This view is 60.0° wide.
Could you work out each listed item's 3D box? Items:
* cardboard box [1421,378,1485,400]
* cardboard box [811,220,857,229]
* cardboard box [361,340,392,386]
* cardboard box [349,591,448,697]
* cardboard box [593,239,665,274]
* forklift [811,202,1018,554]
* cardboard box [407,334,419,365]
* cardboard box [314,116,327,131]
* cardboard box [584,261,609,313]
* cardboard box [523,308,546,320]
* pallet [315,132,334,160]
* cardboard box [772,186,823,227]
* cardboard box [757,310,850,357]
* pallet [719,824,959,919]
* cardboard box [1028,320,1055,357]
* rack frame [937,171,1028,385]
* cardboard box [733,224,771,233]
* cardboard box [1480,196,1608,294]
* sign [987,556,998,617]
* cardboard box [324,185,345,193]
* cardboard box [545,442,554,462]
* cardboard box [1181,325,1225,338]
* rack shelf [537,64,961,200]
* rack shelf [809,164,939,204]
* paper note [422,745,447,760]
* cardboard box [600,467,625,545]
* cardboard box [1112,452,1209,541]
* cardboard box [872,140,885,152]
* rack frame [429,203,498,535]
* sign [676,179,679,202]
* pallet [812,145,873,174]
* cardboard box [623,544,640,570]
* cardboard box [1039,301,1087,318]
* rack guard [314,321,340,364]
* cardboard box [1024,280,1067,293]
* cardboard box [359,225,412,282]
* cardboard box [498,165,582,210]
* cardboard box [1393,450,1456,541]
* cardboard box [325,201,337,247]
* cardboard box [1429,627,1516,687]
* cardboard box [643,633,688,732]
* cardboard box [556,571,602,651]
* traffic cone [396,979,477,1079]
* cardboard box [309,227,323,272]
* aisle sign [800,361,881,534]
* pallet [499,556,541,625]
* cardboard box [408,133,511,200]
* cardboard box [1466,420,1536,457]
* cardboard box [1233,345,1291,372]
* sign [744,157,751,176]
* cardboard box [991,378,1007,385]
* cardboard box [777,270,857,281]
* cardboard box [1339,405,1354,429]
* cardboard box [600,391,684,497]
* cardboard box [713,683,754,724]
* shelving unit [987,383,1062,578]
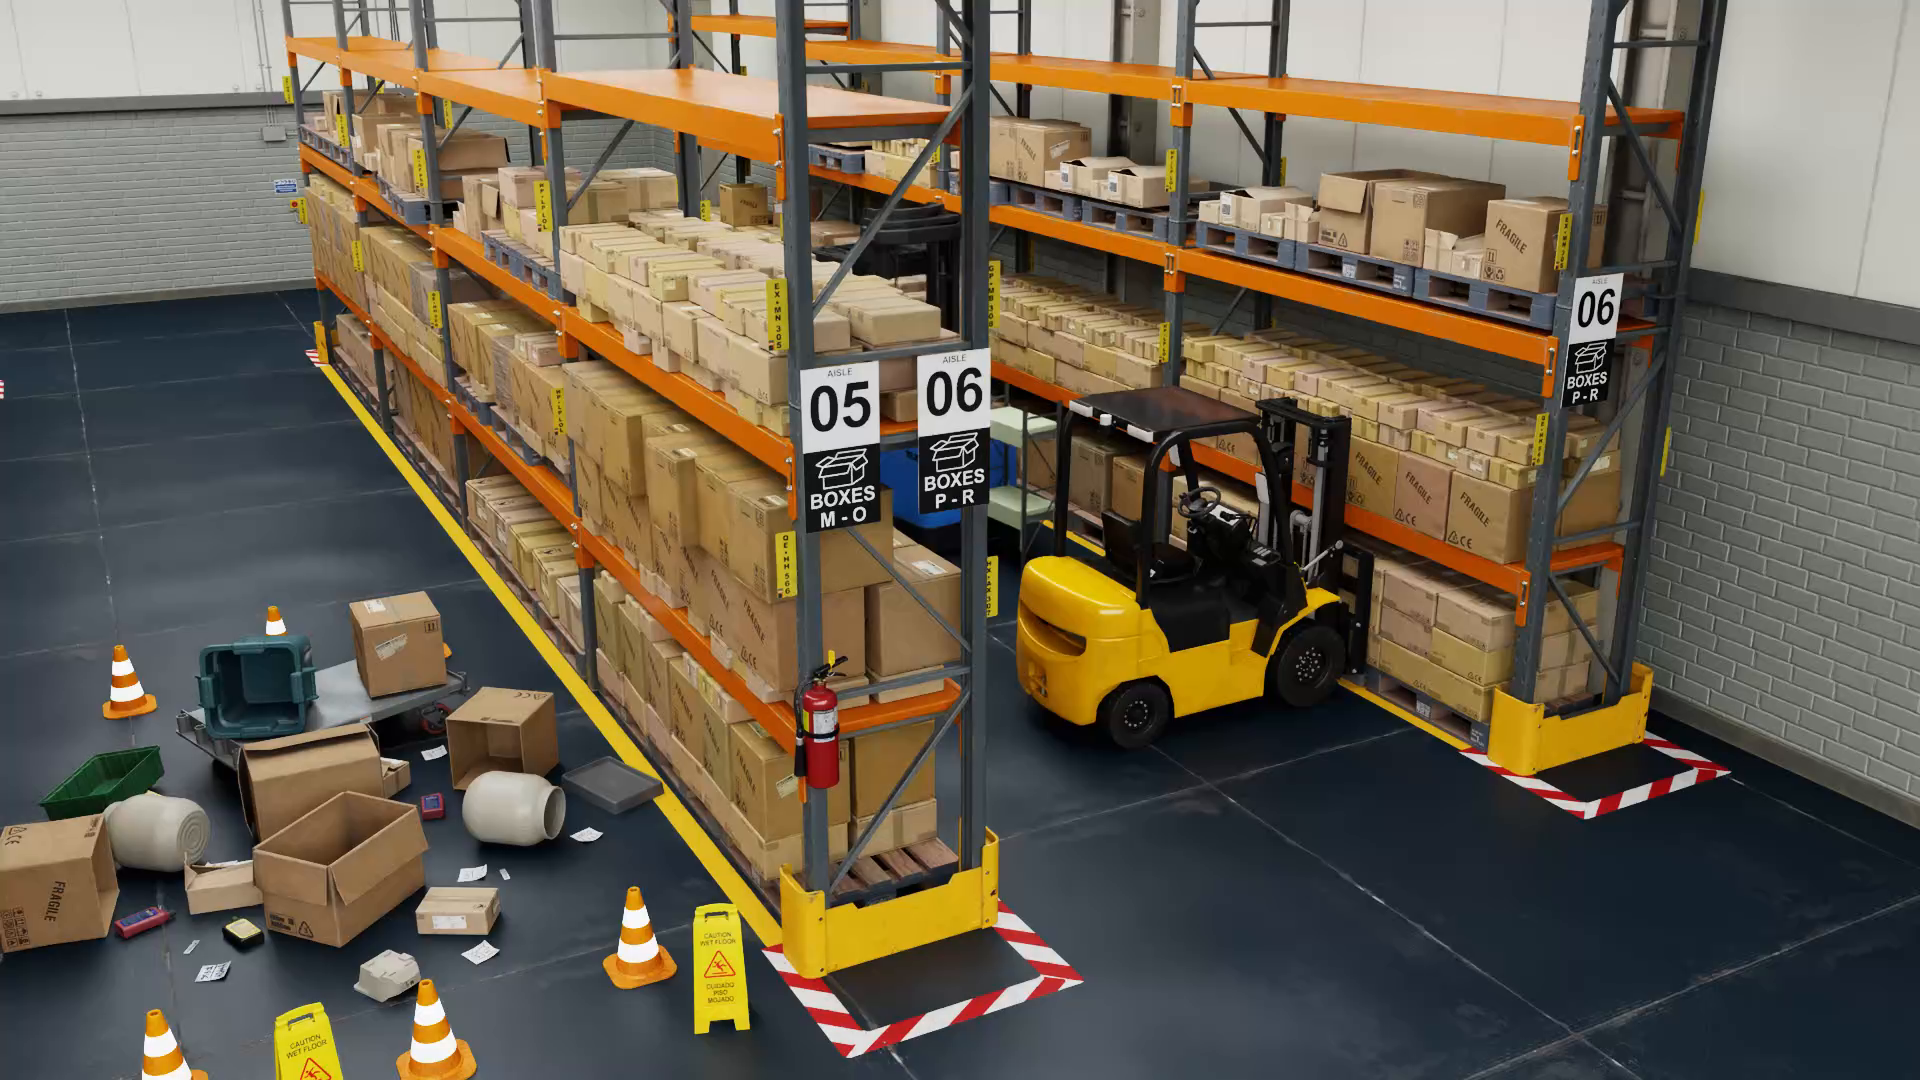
[{"bbox_3d":[3.544,-1.049,11.970,0.380,0.149,0.250,-11,22,-28],"label":"cardboard box"},{"bbox_3d":[-1.628,-3.553,20.031,0.700,0.500,0.500,-9,21,-25],"label":"cardboard box"},{"bbox_3d":[-6.657,-2.151,20.052,0.875,0.438,0.875,-11,22,-28],"label":"cardboard box"},{"bbox_3d":[-3.781,0.694,11.192,0.500,0.500,0.500,-10,21,-27],"label":"cardboard box"},{"bbox_3d":[-1.999,-1.722,10.088,0.380,0.149,0.250,-10,21,-27],"label":"cardboard box"},{"bbox_3d":[-0.740,-1.679,15.503,1.130,2.935,3.031,-13,23,-33],"label":"forklift"},{"bbox_3d":[-5.078,-1.887,16.232,0.500,0.250,0.500,-10,22,-27],"label":"cardboard box"},{"bbox_3d":[-7.613,-5.056,20.174,0.380,0.149,0.250,-9,21,-25],"label":"cardboard box"},{"bbox_3d":[-2.008,-1.586,10.305,0.500,0.250,0.500,-10,21,-27],"label":"cardboard box"},{"bbox_3d":[-3.412,-1.714,14.248,0.500,0.500,0.500,-10,22,-28],"label":"cardboard box"},{"bbox_3d":[-6.982,-4.673,19.612,1.003,0.211,1.213,-10,21,-27],"label":"pallet"},{"bbox_3d":[-2.134,-4.373,21.831,0.500,0.500,0.500,-11,22,-28],"label":"cardboard box"},{"bbox_3d":[-0.750,-0.993,7.975,0.380,0.149,0.250,-10,21,-26],"label":"cardboard box"},{"bbox_3d":[-0.720,1.792,9.614,1.003,0.211,1.213,-10,21,-27],"label":"pallet"},{"bbox_3d":[0.968,-1.892,15.481,0.500,0.250,0.500,-10,21,-26],"label":"cardboard box"},{"bbox_3d":[0.238,-2.332,17.291,1.000,3.000,0.127,-10,21,-27],"label":"rack frame"},{"bbox_3d":[-2.837,-4.093,22.168,0.500,0.250,0.500,-11,22,-28],"label":"cardboard box"},{"bbox_3d":[3.613,-1.836,10.304,0.500,0.500,0.500,-9,21,-25],"label":"cardboard box"},{"bbox_3d":[0.148,0.241,8.507,0.100,0.325,0.005,-10,21,-27],"label":"sign"},{"bbox_3d":[-7.399,-4.166,19.924,0.380,0.149,0.250,-10,21,-26],"label":"cardboard box"},{"bbox_3d":[-2.826,-0.677,12.236,0.380,0.149,0.250,-11,22,-28],"label":"cardboard box"},{"bbox_3d":[2.079,-1.757,14.477,0.380,0.149,0.250,-11,22,-28],"label":"cardboard box"},{"bbox_3d":[-1.279,-2.334,9.207,1.077,0.370,4.000,-10,21,-27],"label":"rack shelf"},{"bbox_3d":[-0.711,-3.984,18.583,1.077,0.370,4.000,-10,21,-27],"label":"rack shelf"},{"bbox_3d":[-3.478,1.406,11.010,0.148,0.019,0.142,-10,21,-27],"label":"paper note"},{"bbox_3d":[-2.006,-0.292,10.769,0.500,0.500,0.500,-10,21,-27],"label":"cardboard box"},{"bbox_3d":[1.880,-0.408,14.711,0.875,0.625,0.625,-9,21,-24],"label":"cardboard box"},{"bbox_3d":[-0.730,-4.305,18.030,0.380,0.149,0.250,-9,21,-25],"label":"cardboard box"},{"bbox_3d":[-4.128,-1.562,15.060,1.000,3.000,0.127,-10,21,-27],"label":"rack frame"},{"bbox_3d":[-4.038,-4.954,23.561,0.100,0.325,0.005,-10,21,-27],"label":"sign"},{"bbox_3d":[-0.918,-4.314,18.725,1.213,0.211,1.003,-10,21,-27],"label":"pallet"},{"bbox_3d":[-1.956,0.057,10.751,0.380,0.149,0.250,-9,21,-25],"label":"cardboard box"},{"bbox_3d":[0.961,-2.120,15.529,0.380,0.149,0.250,-10,21,-27],"label":"cardboard box"},{"bbox_3d":[-7.938,-2.684,22.143,1.175,0.500,0.348,-10,21,-27],"label":"rack guard"},{"bbox_3d":[0.863,-2.482,16.579,0.380,0.149,0.250,-10,21,-27],"label":"cardboard box"},{"bbox_3d":[-6.072,-3.059,17.713,0.500,0.500,0.500,-10,21,-26],"label":"cardboard box"},{"bbox_3d":[-3.120,-2.632,12.381,0.500,0.250,0.500,-10,21,-26],"label":"cardboard box"},{"bbox_3d":[3.334,-0.334,11.347,0.500,0.500,0.500,-9,21,-25],"label":"cardboard box"},{"bbox_3d":[-7.209,-3.760,19.742,0.500,0.500,0.500,-10,21,-26],"label":"cardboard box"},{"bbox_3d":[3.531,0.738,11.199,0.500,0.250,0.500,-10,22,-27],"label":"cardboard box"},{"bbox_3d":[-1.677,0.845,10.505,0.500,0.500,0.500,-9,21,-24],"label":"cardboard box"},{"bbox_3d":[-2.480,0.480,12.527,0.950,0.372,0.625,-10,21,-26],"label":"cardboard box"},{"bbox_3d":[-2.484,2.280,7.816,0.336,0.463,0.334,-10,21,-27],"label":"traffic cone"},{"bbox_3d":[-7.952,-3.724,21.171,0.500,0.500,0.500,-10,21,-27],"label":"cardboard box"},{"bbox_3d":[-0.555,-0.432,7.799,0.394,0.787,0.004,-10,21,-27],"label":"aisle sign"},{"bbox_3d":[-3.183,0.330,13.850,1.003,0.211,1.213,-10,21,-27],"label":"pallet"},{"bbox_3d":[-4.440,-3.312,14.731,0.797,0.503,0.637,-11,22,-30],"label":"cardboard box"},{"bbox_3d":[3.537,-0.666,10.860,0.380,0.149,0.250,-10,21,-27],"label":"cardboard box"},{"bbox_3d":[2.361,-1.408,13.009,0.380,0.149,0.250,-10,22,-28],"label":"cardboard box"},{"bbox_3d":[-3.062,-5.405,23.938,0.100,0.325,0.005,-10,21,-27],"label":"sign"},{"bbox_3d":[0.285,-1.513,18.107,0.500,0.500,0.500,-9,21,-25],"label":"cardboard box"},{"bbox_3d":[-0.772,-1.366,9.057,0.380,0.149,0.250,-10,21,-27],"label":"cardboard box"},{"bbox_3d":[2.956,-0.896,11.980,0.380,0.149,0.250,-10,21,-27],"label":"cardboard box"},{"bbox_3d":[-1.773,-0.616,10.176,0.700,0.500,0.500,-11,22,-28],"label":"cardboard box"},{"bbox_3d":[-1.173,0.890,9.381,0.380,0.149,0.250,-9,21,-25],"label":"cardboard box"},{"bbox_3d":[0.473,-0.519,14.335,0.431,1.500,0.755,-13,23,-33],"label":"shelving unit"}]
